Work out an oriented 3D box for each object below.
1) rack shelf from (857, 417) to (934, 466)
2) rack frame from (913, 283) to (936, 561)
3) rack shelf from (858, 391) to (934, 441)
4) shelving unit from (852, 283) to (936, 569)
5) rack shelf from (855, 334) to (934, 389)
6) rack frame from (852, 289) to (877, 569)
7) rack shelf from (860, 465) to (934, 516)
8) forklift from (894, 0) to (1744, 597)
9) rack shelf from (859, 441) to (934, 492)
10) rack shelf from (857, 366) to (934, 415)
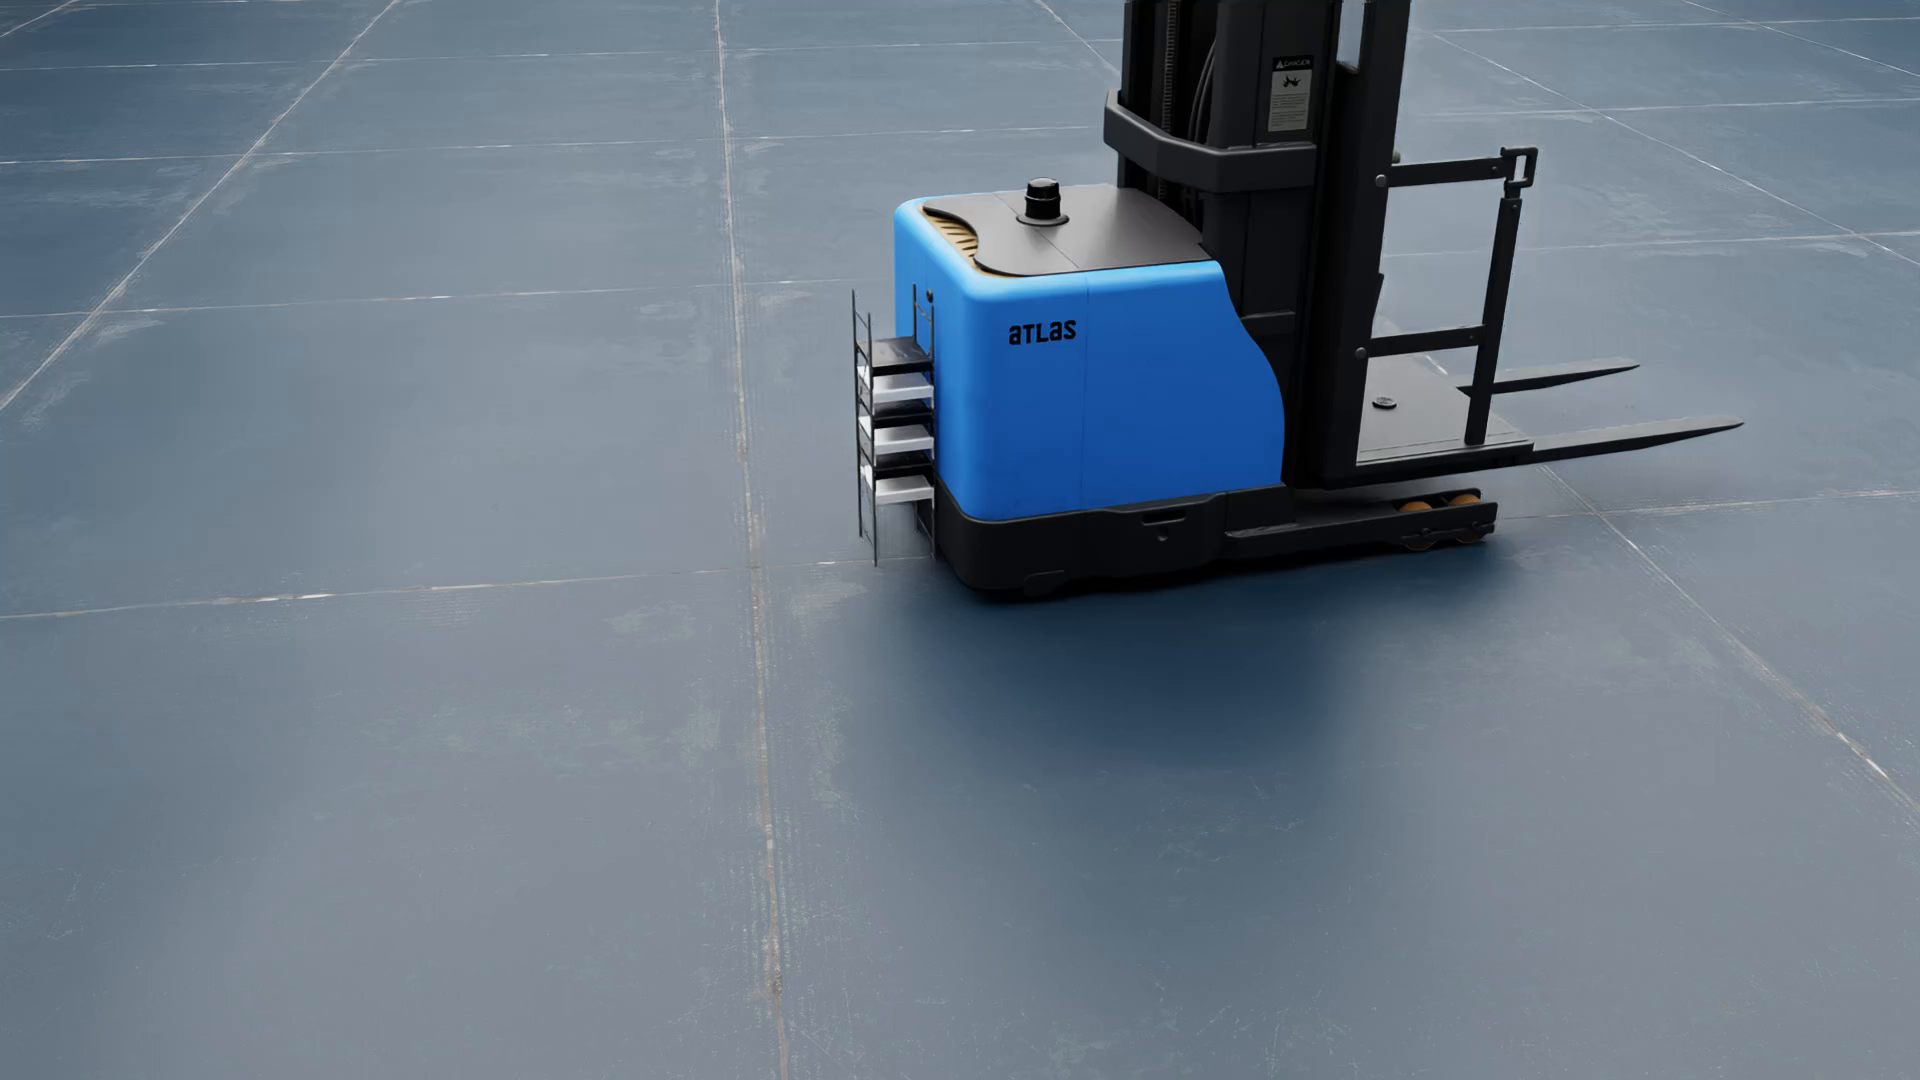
[{"bbox_3d":[-0.215,-0.339,5.498,0.200,0.077,0.258,-8,28,-14],"label":"rack shelf"},{"bbox_3d":[-0.118,-0.382,5.508,0.006,0.900,0.240,-8,28,-14],"label":"rack frame"},{"bbox_3d":[-0.215,-0.419,5.457,0.200,0.077,0.258,-8,28,-14],"label":"rack shelf"},{"bbox_3d":[-0.215,-0.369,5.483,0.210,0.900,0.258,-8,28,-14],"label":"shelving unit"},{"bbox_3d":[-0.215,-0.579,5.375,0.200,0.077,0.258,-8,28,-14],"label":"rack shelf"},{"bbox_3d":[-0.313,-0.356,5.457,0.006,0.900,0.240,-8,28,-14],"label":"rack frame"},{"bbox_3d":[-0.215,-0.179,5.580,0.200,0.077,0.258,-8,28,-14],"label":"rack shelf"},{"bbox_3d":[1.336,-1.490,5.444,3.031,2.935,1.130,-8,28,-14],"label":"forklift"},{"bbox_3d":[-0.215,-0.259,5.539,0.200,0.077,0.258,-8,28,-14],"label":"rack shelf"},{"bbox_3d":[-0.215,-0.499,5.416,0.200,0.077,0.258,-8,28,-14],"label":"rack shelf"}]
